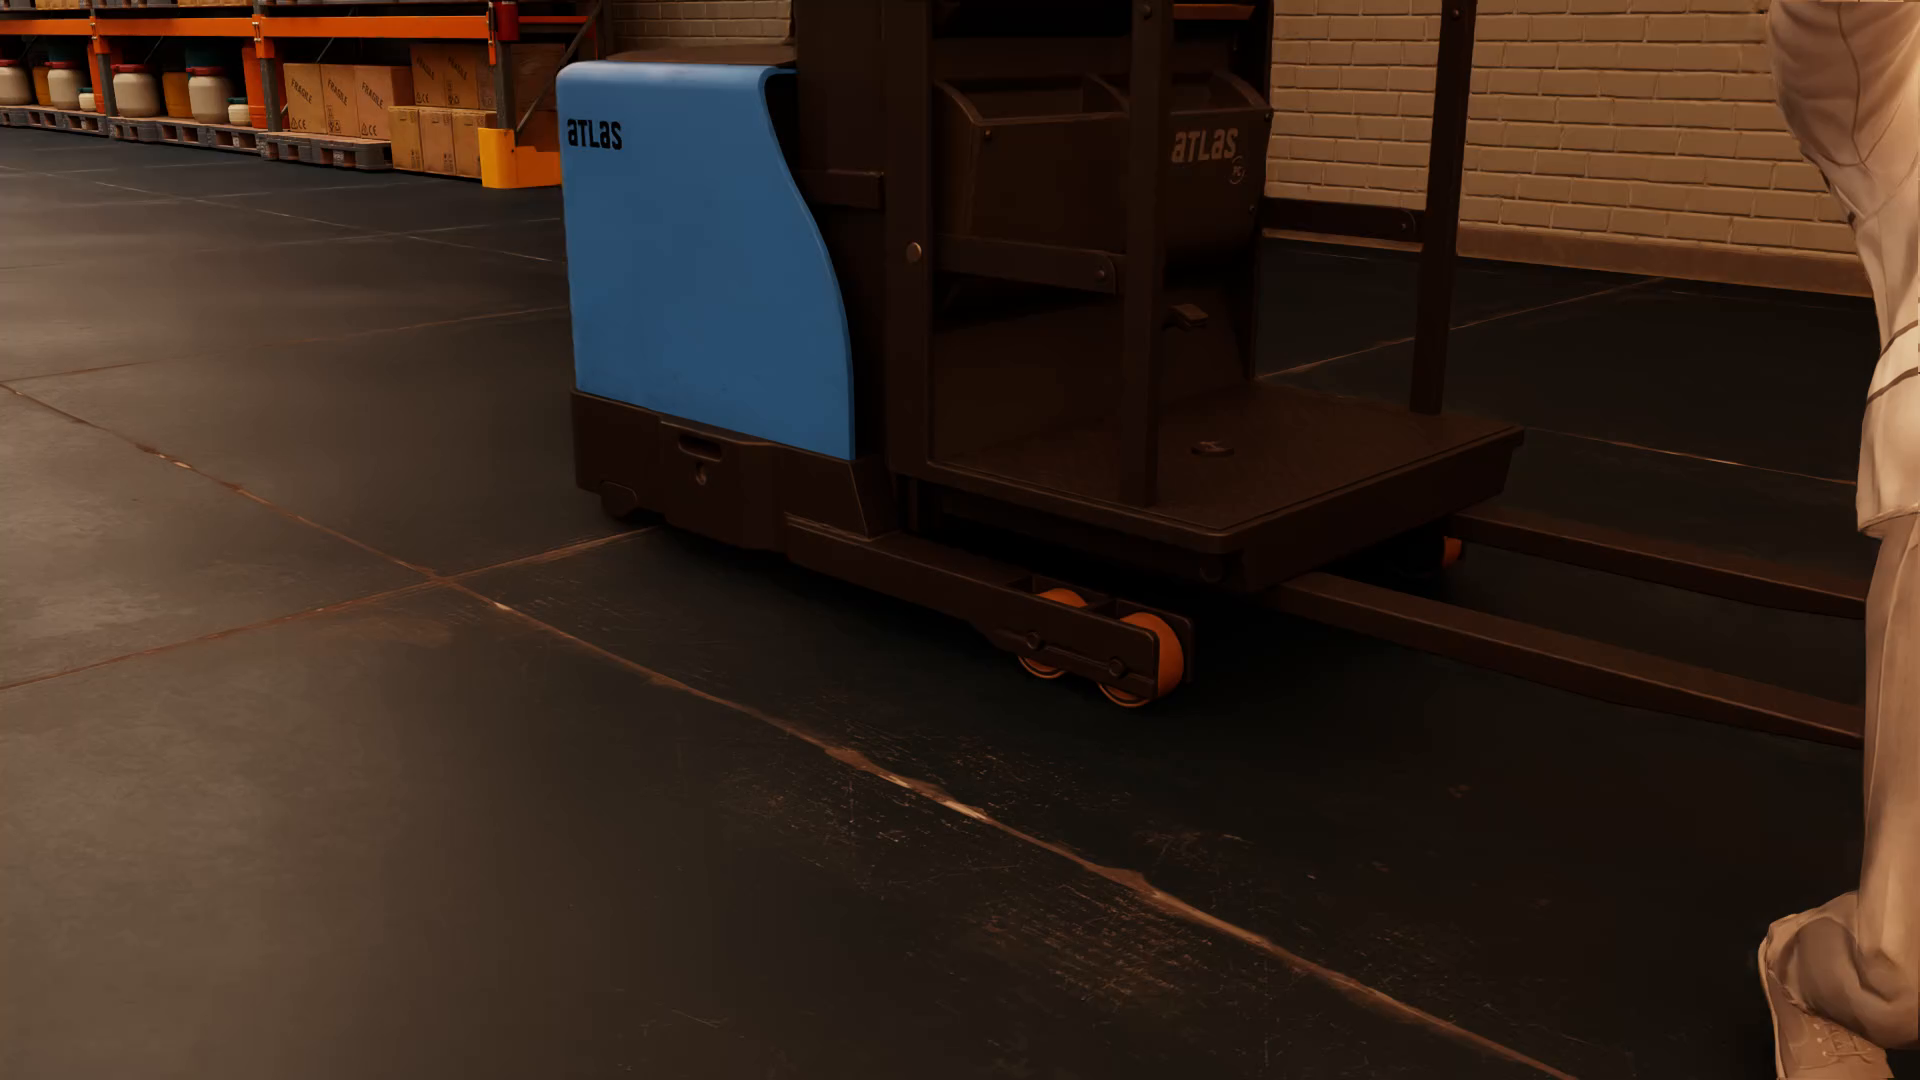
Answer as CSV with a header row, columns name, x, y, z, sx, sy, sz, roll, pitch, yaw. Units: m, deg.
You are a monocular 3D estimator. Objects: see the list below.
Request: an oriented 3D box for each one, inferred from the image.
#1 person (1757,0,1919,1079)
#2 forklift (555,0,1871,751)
name,x,y,z,sx,sy,sz,roll,pitch,yaw
person,1.136,-0.098,1.624,0.876,1.531,0.761,-1,17,-4
forklift,0.458,-1.277,3.062,3.031,2.935,1.130,16,23,42
